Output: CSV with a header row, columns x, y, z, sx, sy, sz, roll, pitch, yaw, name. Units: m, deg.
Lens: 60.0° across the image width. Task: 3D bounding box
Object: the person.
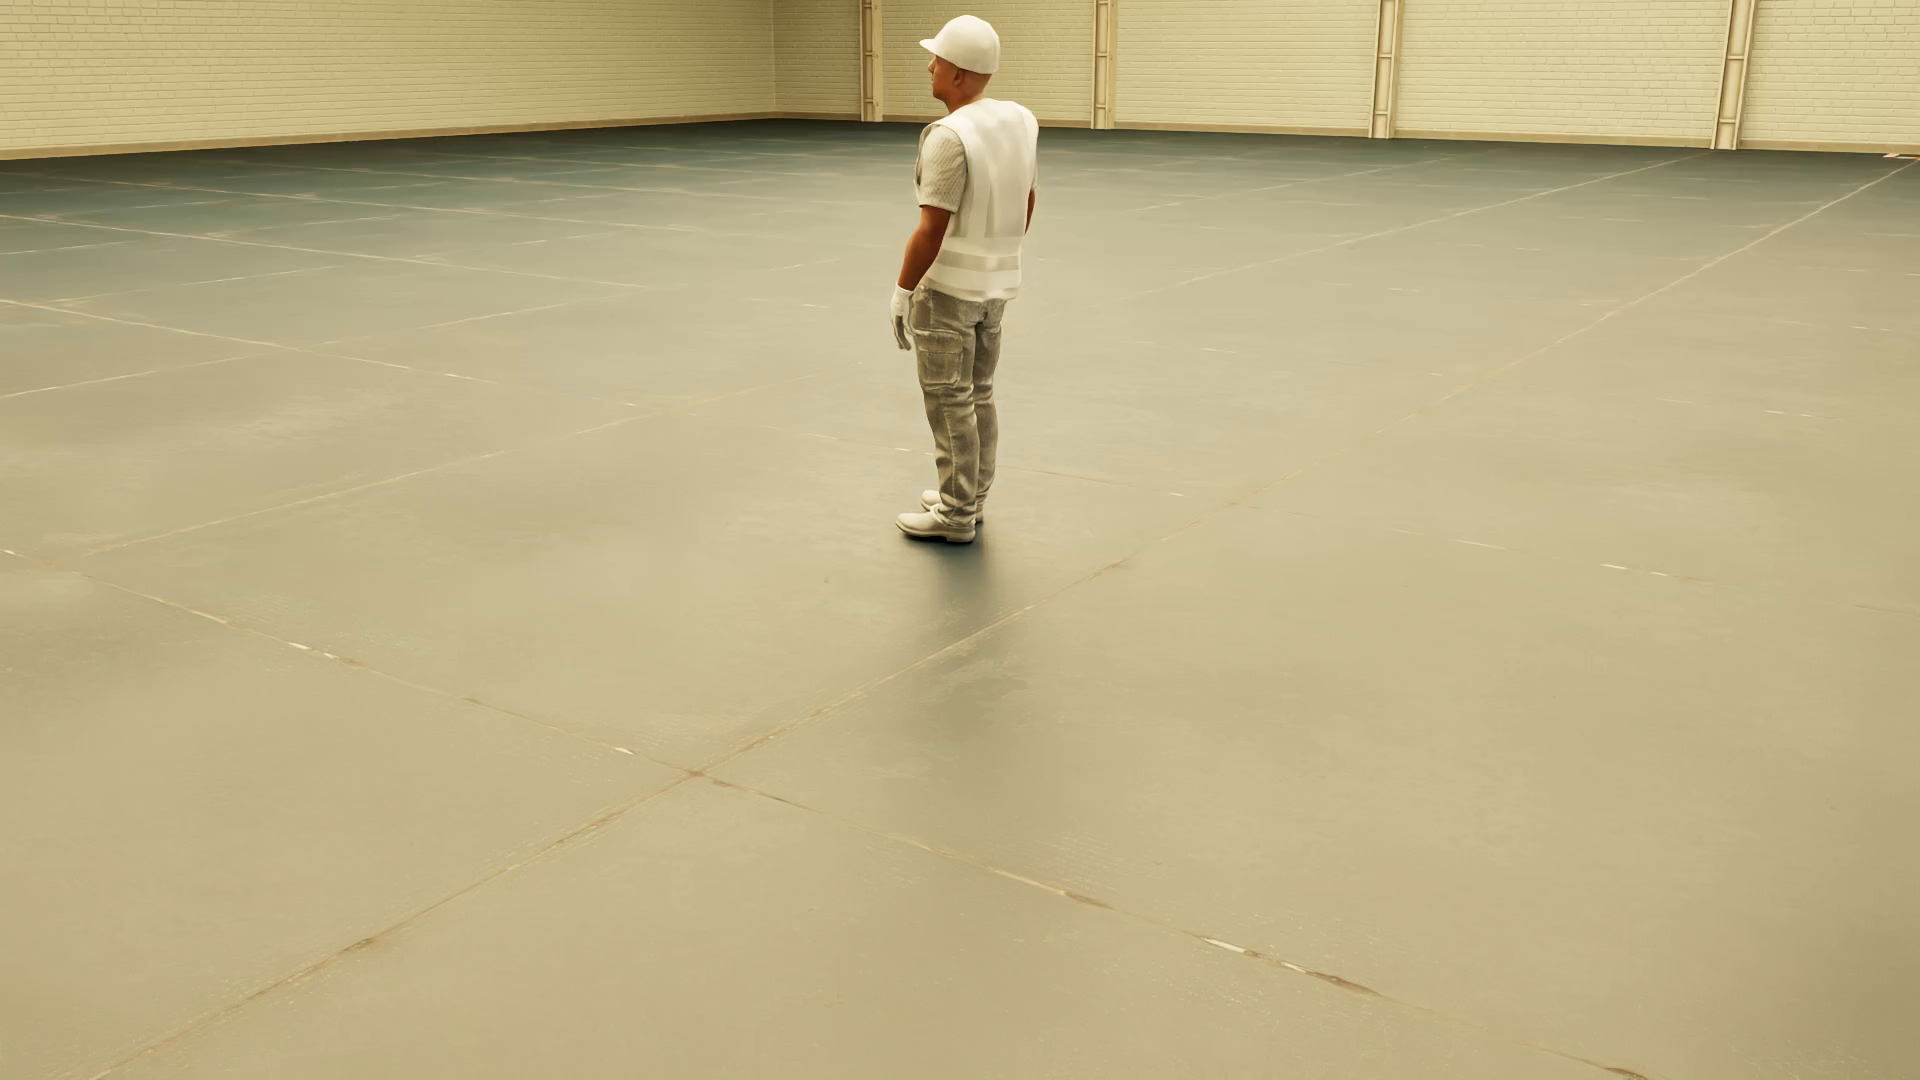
x,y,z,sx,sy,sz,roll,pitch,yaw,name
-0.054,-0.875,5.737,0.577,1.782,0.656,11,20,33,person
